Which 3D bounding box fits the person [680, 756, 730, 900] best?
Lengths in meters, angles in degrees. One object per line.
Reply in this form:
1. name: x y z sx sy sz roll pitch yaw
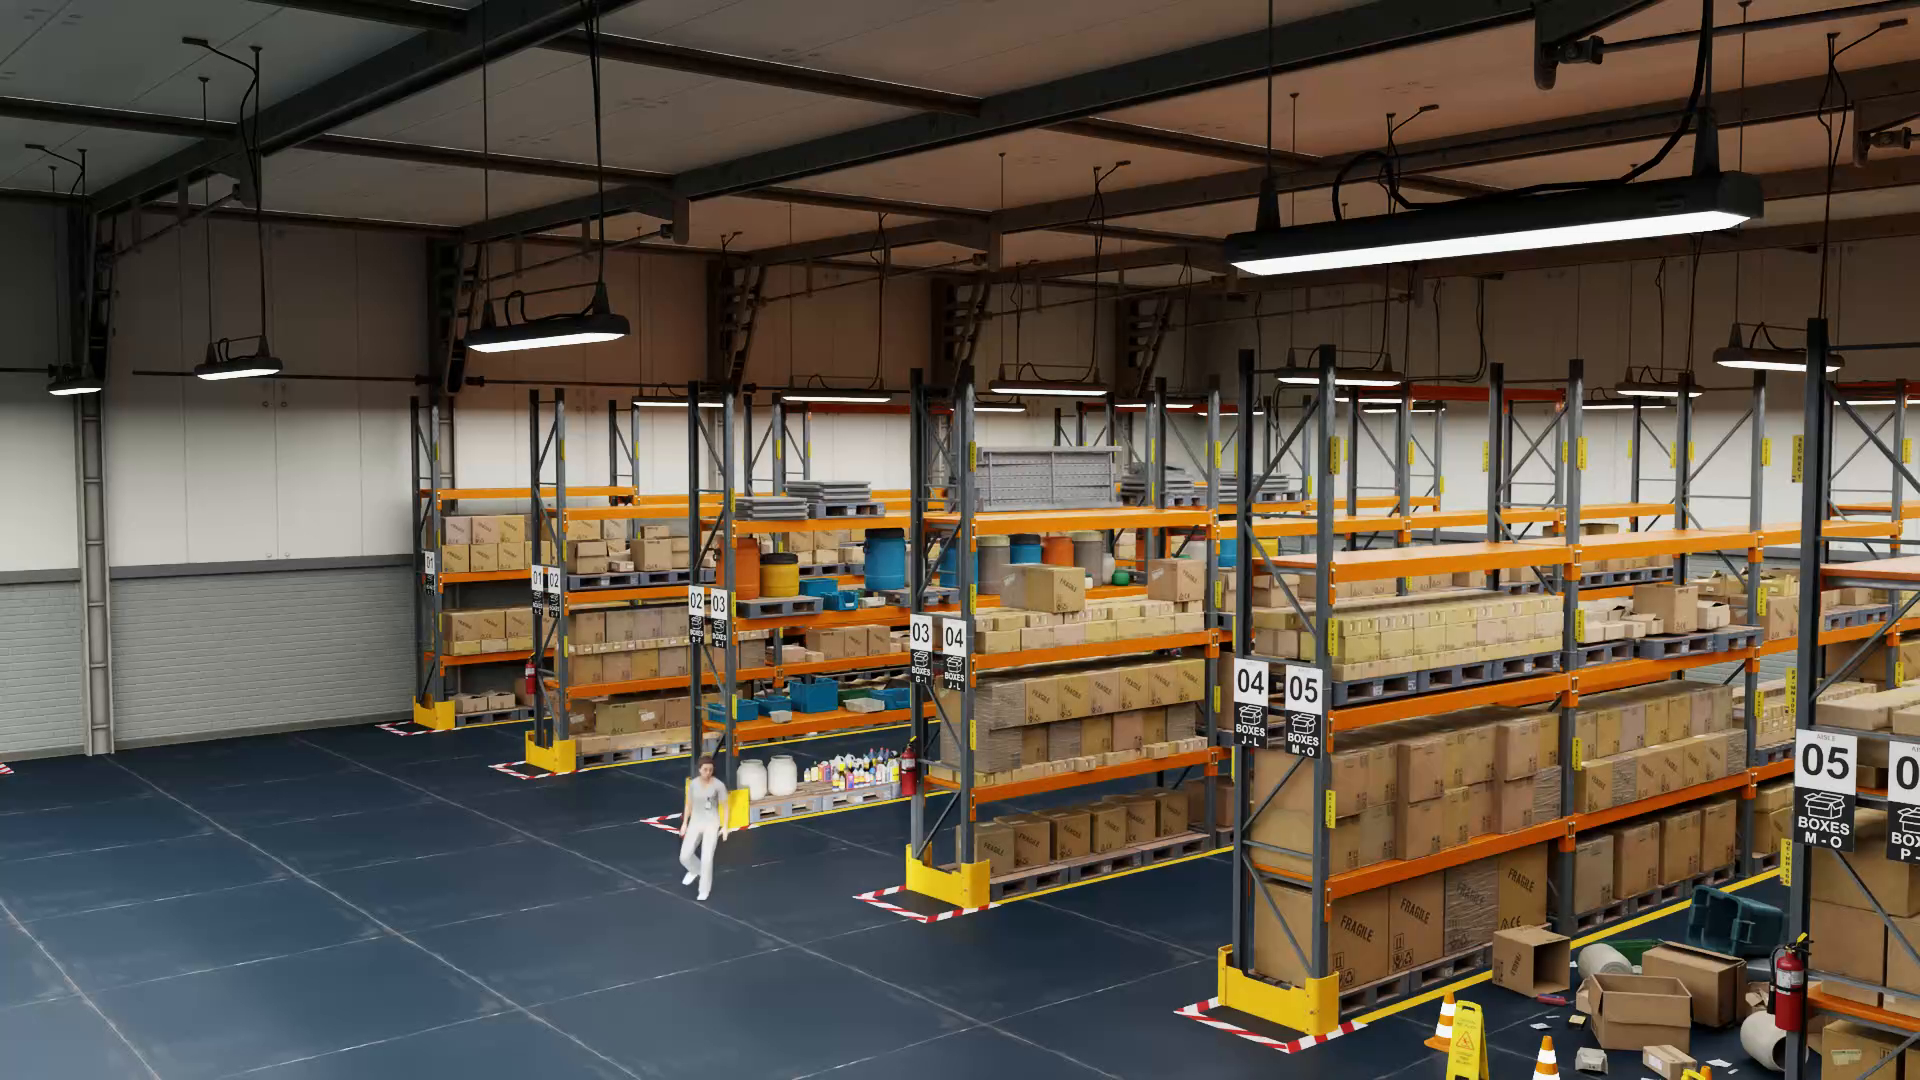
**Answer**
1. person: -2.875 3.229 18.818 0.651 1.638 0.567 1 3 9
